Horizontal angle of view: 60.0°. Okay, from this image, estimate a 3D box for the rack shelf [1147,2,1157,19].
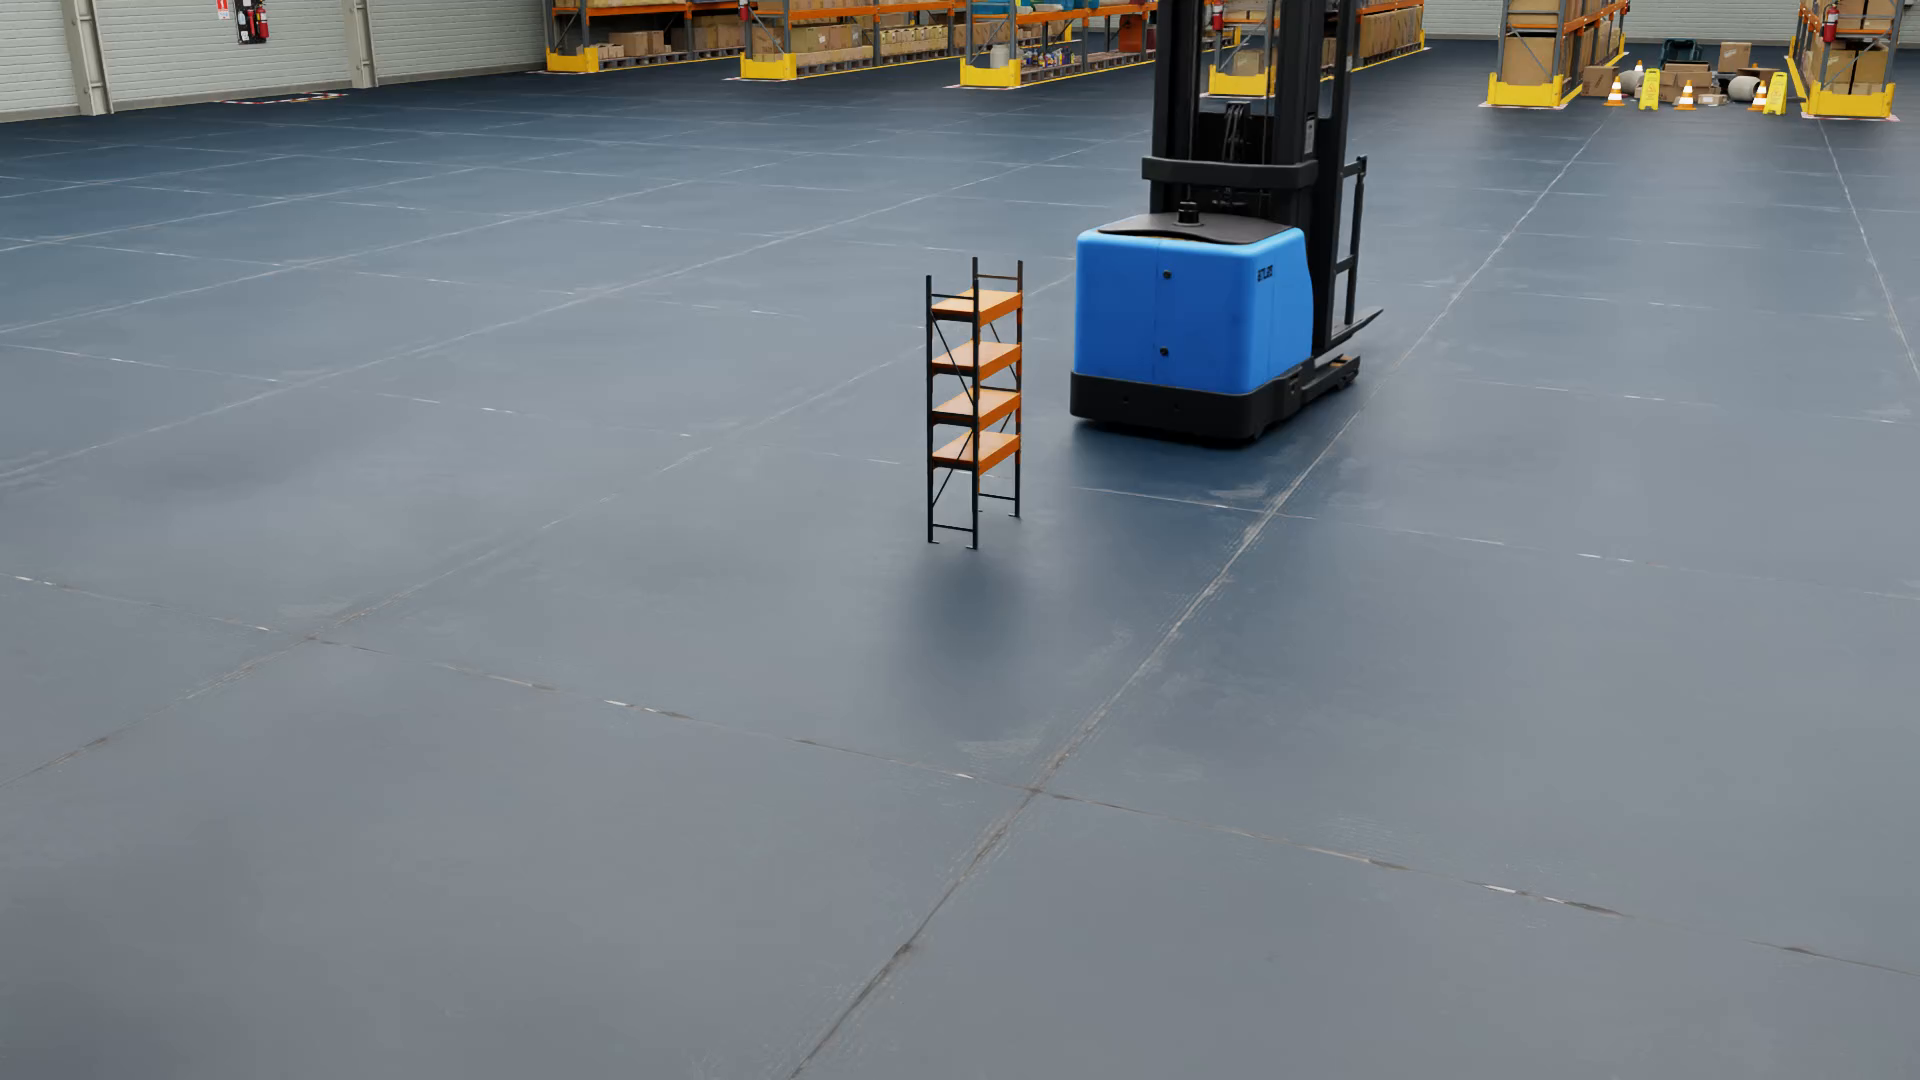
[{"bbox_3d":[4.694,-12.946,40.467,1.077,0.370,4.000,9,21,23],"label":"rack shelf"}]

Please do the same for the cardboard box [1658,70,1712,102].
[{"bbox_3d":[12.569,-7.896,28.922,0.797,0.503,0.637,-5,20,-15],"label":"cardboard box"}]

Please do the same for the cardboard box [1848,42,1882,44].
[{"bbox_3d":[15.800,-8.449,29.108,0.500,0.500,0.500,8,21,22],"label":"cardboard box"}]

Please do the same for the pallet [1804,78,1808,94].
[{"bbox_3d":[16.114,-8.335,30.592,1.003,0.211,1.213,9,21,23],"label":"pallet"}]

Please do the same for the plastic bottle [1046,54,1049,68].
[{"bbox_3d":[1.766,-9.766,33.867,0.097,0.271,0.097,0,20,0],"label":"plastic bottle"}]

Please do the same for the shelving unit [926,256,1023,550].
[{"bbox_3d":[0.068,-0.616,7.410,0.258,1.200,0.503,9,21,23],"label":"shelving unit"}]

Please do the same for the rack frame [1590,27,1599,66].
[{"bbox_3d":[12.878,-11.282,34.716,1.000,3.000,0.127,9,21,23],"label":"rack frame"}]

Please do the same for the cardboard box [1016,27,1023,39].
[{"bbox_3d":[1.365,-13.616,44.634,0.500,0.311,0.500,9,21,23],"label":"cardboard box"}]

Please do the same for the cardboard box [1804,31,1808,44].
[{"bbox_3d":[20.532,-11.855,39.523,0.875,0.438,0.875,8,21,21],"label":"cardboard box"}]

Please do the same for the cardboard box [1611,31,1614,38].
[{"bbox_3d":[15.336,-12.026,39.549,0.380,0.149,0.250,9,21,24],"label":"cardboard box"}]

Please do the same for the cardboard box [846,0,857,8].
[{"bbox_3d":[-2.666,-11.880,36.247,0.700,0.500,0.500,8,21,22],"label":"cardboard box"}]

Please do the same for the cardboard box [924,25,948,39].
[{"bbox_3d":[-0.632,-12.327,40.293,0.500,0.311,0.500,9,22,24],"label":"cardboard box"}]

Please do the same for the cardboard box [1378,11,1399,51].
[{"bbox_3d":[9.788,-12.215,39.883,1.225,0.875,0.875,9,21,23],"label":"cardboard box"}]

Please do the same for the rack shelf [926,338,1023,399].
[{"bbox_3d":[0.068,-0.763,7.358,0.258,0.148,0.480,9,21,23],"label":"rack shelf"}]

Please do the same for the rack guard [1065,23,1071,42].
[{"bbox_3d":[2.603,-14.599,47.772,1.175,0.500,0.348,9,21,23],"label":"rack guard"}]

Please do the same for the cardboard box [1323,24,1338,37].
[{"bbox_3d":[7.939,-11.004,35.889,0.500,0.250,0.500,11,22,29],"label":"cardboard box"}]

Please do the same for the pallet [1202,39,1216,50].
[{"bbox_3d":[6.277,-13.187,44.233,1.003,0.211,1.213,9,21,23],"label":"pallet"}]

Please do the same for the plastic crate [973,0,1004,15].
[{"bbox_3d":[0.531,-10.352,32.322,0.499,0.251,0.616,9,21,23],"label":"plastic crate"}]

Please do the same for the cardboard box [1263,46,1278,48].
[{"bbox_3d":[6.145,-9.297,32.239,0.500,0.500,0.500,7,21,18],"label":"cardboard box"}]

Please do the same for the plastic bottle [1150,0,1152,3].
[{"bbox_3d":[4.460,-12.729,39.081,0.097,0.201,0.097,0,20,0],"label":"plastic bottle"}]

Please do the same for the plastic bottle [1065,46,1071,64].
[{"bbox_3d":[2.237,-10.173,34.895,0.144,0.351,0.185,8,21,21],"label":"plastic bottle"}]

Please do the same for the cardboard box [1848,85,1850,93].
[{"bbox_3d":[15.169,-7.623,27.903,0.500,0.250,0.500,10,22,26],"label":"cardboard box"}]

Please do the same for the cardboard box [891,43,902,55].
[{"bbox_3d":[-1.678,-11.279,38.184,0.500,0.250,0.500,9,22,24],"label":"cardboard box"}]

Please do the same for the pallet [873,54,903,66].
[{"bbox_3d":[-2.014,-11.048,38.219,1.003,0.211,1.213,9,21,23],"label":"pallet"}]

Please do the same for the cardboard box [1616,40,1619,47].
[{"bbox_3d":[16.115,-12.300,41.207,0.380,0.149,0.250,9,22,24],"label":"cardboard box"}]

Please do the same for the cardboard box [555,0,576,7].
[{"bbox_3d":[-8.424,-11.695,36.072,0.500,0.250,0.500,9,21,23],"label":"cardboard box"}]

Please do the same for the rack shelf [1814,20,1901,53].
[{"bbox_3d":[14.978,-8.461,27.856,1.077,0.370,4.000,9,21,23],"label":"rack shelf"}]

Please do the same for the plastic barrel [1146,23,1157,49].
[{"bbox_3d":[4.523,-12.232,40.359,0.600,0.588,0.708,9,21,23],"label":"plastic barrel"}]

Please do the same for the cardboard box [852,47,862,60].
[{"bbox_3d":[-2.484,-10.710,36.585,0.500,0.250,0.500,9,21,23],"label":"cardboard box"}]

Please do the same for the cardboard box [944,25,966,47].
[{"bbox_3d":[-0.195,-12.483,41.168,0.500,0.500,0.500,10,22,25],"label":"cardboard box"}]

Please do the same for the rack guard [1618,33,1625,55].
[{"bbox_3d":[16.122,-12.527,41.946,1.175,0.500,0.348,9,21,23],"label":"rack guard"}]

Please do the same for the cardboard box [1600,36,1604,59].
[{"bbox_3d":[13.809,-10.795,36.451,0.500,0.500,0.500,8,21,21],"label":"cardboard box"}]

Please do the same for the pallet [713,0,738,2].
[{"bbox_3d":[-5.936,-13.331,40.765,1.003,0.211,1.213,9,21,23],"label":"pallet"}]

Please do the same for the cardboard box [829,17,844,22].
[{"bbox_3d":[-3.673,-14.224,45.569,0.750,0.750,0.750,9,21,23],"label":"cardboard box"}]

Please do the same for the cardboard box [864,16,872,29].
[{"bbox_3d":[-2.917,-14.643,47.271,0.700,0.500,0.500,8,21,22],"label":"cardboard box"}]

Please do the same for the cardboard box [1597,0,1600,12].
[{"bbox_3d":[12.733,-11.002,33.780,0.500,0.500,0.500,9,21,23],"label":"cardboard box"}]

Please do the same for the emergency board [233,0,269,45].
[{"bbox_3d":[-12.445,-9.335,29.242,0.194,1.169,0.643,9,21,23],"label":"emergency board"}]

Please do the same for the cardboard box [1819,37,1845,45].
[{"bbox_3d":[14.554,-8.308,27.744,0.380,0.149,0.250,10,22,25],"label":"cardboard box"}]

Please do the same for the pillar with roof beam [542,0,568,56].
[{"bbox_3d":[-5.014,-14.156,33.843,9.100,9.000,0.400,9,21,23],"label":"pillar with roof beam"}]

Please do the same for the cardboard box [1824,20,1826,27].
[{"bbox_3d":[14.120,-8.306,26.723,0.380,0.149,0.250,8,21,22],"label":"cardboard box"}]

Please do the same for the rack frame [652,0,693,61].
[{"bbox_3d":[-6.801,-12.810,39.012,1.000,3.000,0.127,9,21,23],"label":"rack frame"}]

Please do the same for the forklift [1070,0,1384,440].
[{"bbox_3d":[1.793,-2.354,9.715,1.130,2.935,3.031,11,22,29],"label":"forklift"}]

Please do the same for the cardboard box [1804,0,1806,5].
[{"bbox_3d":[19.235,-12.239,37.256,0.500,0.500,0.500,8,21,21],"label":"cardboard box"}]

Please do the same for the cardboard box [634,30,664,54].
[{"bbox_3d":[-7.190,-11.517,38.449,0.500,0.500,0.500,7,21,19],"label":"cardboard box"}]

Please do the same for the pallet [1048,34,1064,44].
[{"bbox_3d":[2.277,-14.219,47.135,1.003,0.211,1.213,9,21,23],"label":"pallet"}]

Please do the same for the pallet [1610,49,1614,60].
[{"bbox_3d":[15.257,-11.776,40.265,1.003,0.211,1.213,9,21,23],"label":"pallet"}]

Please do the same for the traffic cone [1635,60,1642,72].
[{"bbox_3d":[13.166,-9.067,32.273,0.336,0.463,0.334,9,21,23],"label":"traffic cone"}]

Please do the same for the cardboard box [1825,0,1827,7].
[{"bbox_3d":[14.547,-8.884,27.380,0.500,0.500,0.500,8,21,22],"label":"cardboard box"}]

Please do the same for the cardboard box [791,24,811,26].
[{"bbox_3d":[-3.368,-10.829,35.800,0.500,0.500,0.500,9,21,23],"label":"cardboard box"}]

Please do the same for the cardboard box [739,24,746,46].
[{"bbox_3d":[-5.727,-12.693,41.758,0.700,0.500,0.500,9,21,23],"label":"cardboard box"}]

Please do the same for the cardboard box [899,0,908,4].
[{"bbox_3d":[-1.530,-12.725,38.624,0.500,0.500,0.500,9,21,23],"label":"cardboard box"}]

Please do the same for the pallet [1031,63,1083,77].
[{"bbox_3d":[1.924,-9.937,35.095,1.003,0.211,1.213,9,21,23],"label":"pallet"}]

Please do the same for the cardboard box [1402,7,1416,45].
[{"bbox_3d":[11.108,-13.151,42.516,0.875,0.875,0.875,9,21,23],"label":"cardboard box"}]

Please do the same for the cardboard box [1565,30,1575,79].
[{"bbox_3d":[10.918,-9.073,31.050,0.875,0.875,0.875,9,21,24],"label":"cardboard box"}]
